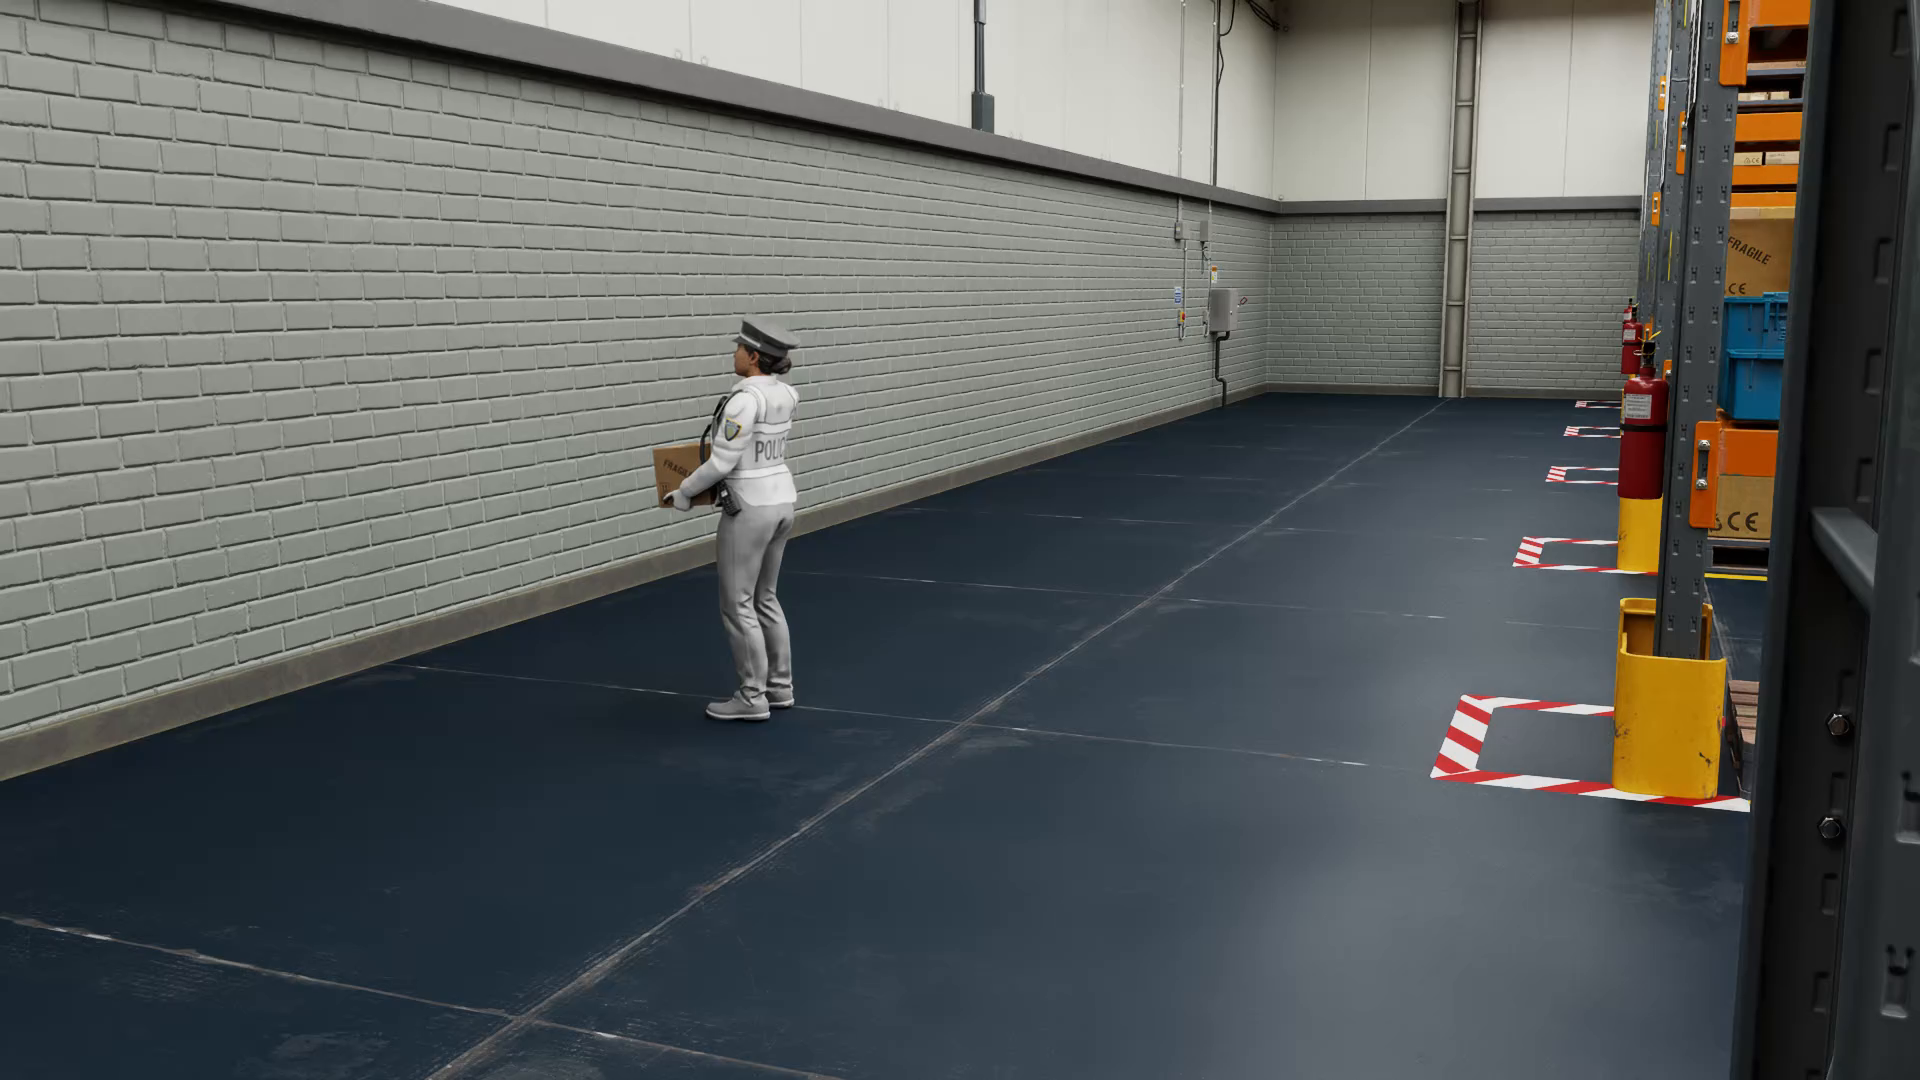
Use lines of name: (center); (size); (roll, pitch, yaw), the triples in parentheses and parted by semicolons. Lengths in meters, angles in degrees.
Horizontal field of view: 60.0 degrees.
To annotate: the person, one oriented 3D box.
person: (-0.911, -0.104, 6.931); (0.452, 1.688, 0.495); (3, 9, 20)
